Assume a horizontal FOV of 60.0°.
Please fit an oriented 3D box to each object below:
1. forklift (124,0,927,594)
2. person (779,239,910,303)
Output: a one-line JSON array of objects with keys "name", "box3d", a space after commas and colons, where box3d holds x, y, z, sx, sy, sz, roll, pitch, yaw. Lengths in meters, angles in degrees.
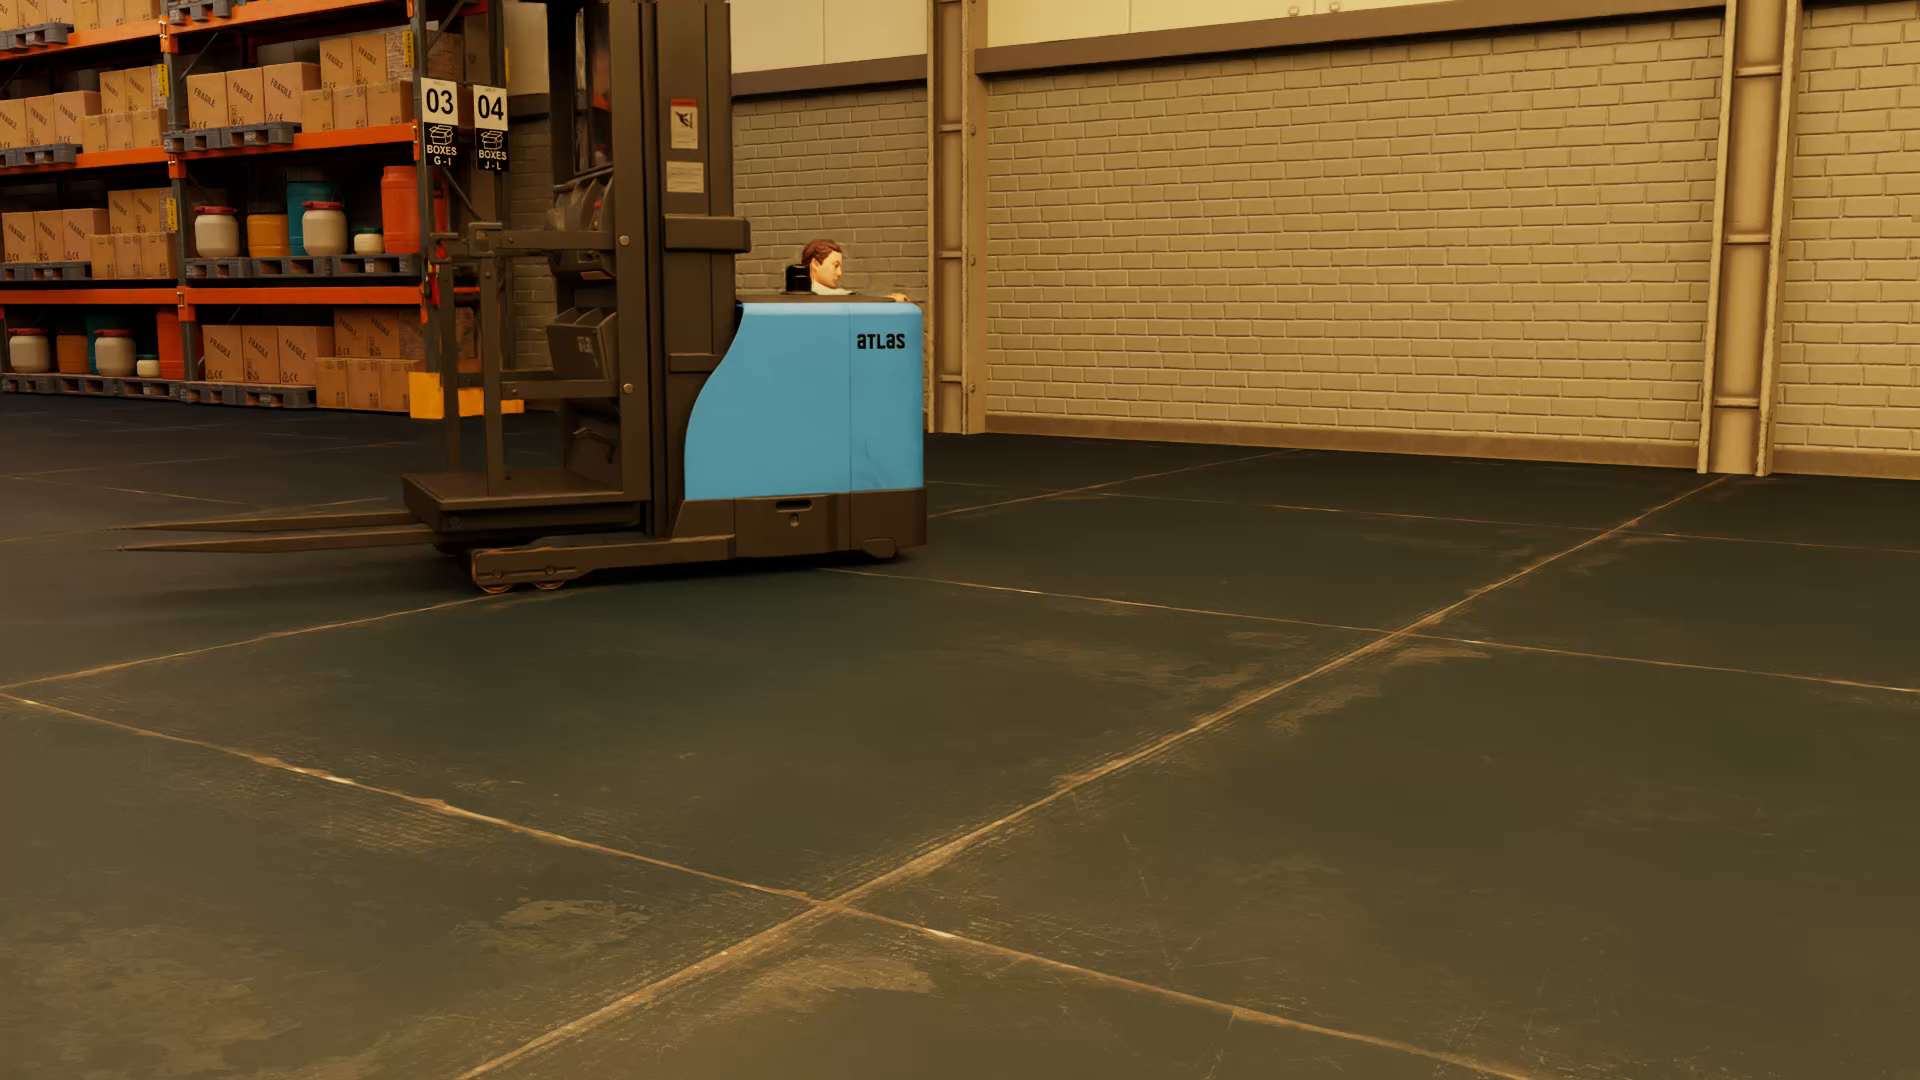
[{"name": "forklift", "box3d": [-1.697, -1.335, 6.578, 3.031, 2.935, 1.130, -4, 9, -25]}, {"name": "person", "box3d": [-0.596, -0.807, 8.391, 0.698, 1.406, 1.016, 2, 8, 17]}]
